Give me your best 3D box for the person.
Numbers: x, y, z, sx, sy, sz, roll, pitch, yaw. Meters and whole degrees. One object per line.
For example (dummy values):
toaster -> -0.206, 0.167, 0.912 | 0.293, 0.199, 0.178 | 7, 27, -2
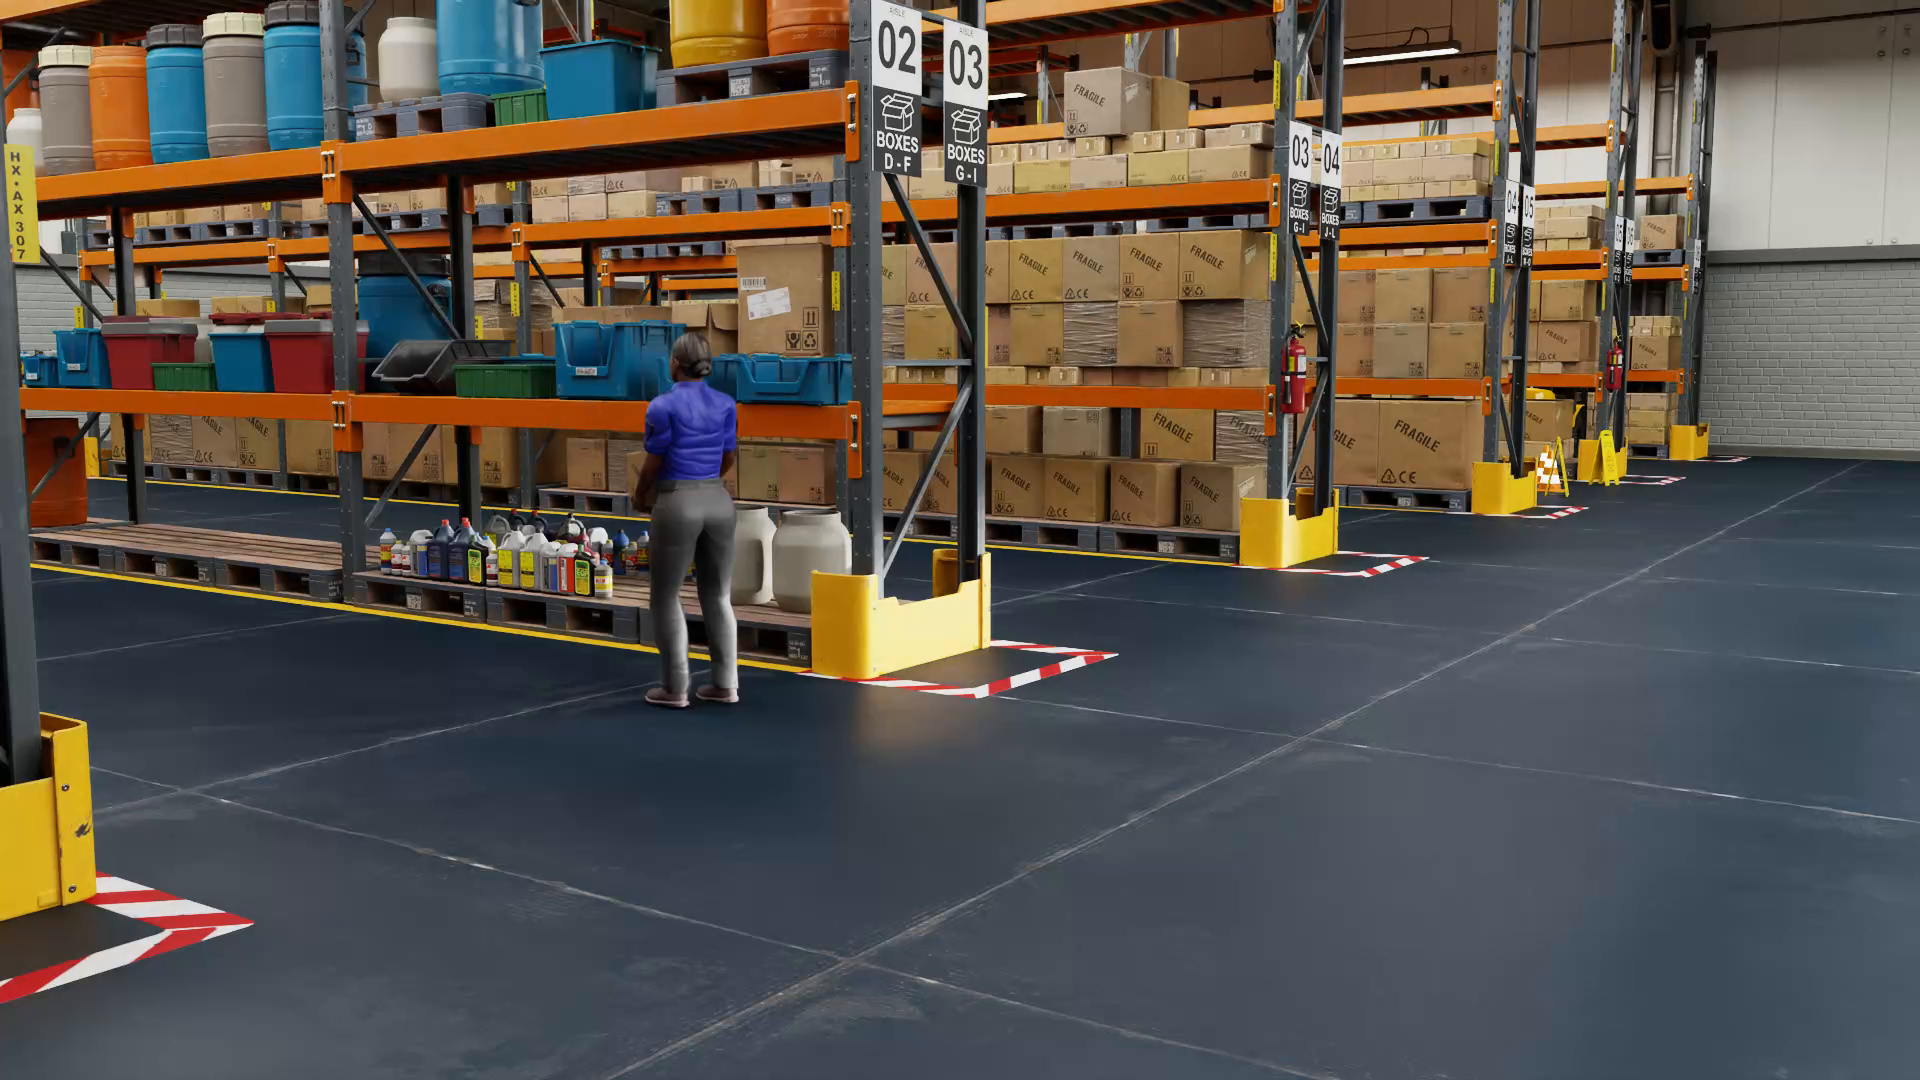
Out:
person -> -1.223, -0.090, 7.378 | 0.451, 1.651, 0.515 | -5, 8, -35
